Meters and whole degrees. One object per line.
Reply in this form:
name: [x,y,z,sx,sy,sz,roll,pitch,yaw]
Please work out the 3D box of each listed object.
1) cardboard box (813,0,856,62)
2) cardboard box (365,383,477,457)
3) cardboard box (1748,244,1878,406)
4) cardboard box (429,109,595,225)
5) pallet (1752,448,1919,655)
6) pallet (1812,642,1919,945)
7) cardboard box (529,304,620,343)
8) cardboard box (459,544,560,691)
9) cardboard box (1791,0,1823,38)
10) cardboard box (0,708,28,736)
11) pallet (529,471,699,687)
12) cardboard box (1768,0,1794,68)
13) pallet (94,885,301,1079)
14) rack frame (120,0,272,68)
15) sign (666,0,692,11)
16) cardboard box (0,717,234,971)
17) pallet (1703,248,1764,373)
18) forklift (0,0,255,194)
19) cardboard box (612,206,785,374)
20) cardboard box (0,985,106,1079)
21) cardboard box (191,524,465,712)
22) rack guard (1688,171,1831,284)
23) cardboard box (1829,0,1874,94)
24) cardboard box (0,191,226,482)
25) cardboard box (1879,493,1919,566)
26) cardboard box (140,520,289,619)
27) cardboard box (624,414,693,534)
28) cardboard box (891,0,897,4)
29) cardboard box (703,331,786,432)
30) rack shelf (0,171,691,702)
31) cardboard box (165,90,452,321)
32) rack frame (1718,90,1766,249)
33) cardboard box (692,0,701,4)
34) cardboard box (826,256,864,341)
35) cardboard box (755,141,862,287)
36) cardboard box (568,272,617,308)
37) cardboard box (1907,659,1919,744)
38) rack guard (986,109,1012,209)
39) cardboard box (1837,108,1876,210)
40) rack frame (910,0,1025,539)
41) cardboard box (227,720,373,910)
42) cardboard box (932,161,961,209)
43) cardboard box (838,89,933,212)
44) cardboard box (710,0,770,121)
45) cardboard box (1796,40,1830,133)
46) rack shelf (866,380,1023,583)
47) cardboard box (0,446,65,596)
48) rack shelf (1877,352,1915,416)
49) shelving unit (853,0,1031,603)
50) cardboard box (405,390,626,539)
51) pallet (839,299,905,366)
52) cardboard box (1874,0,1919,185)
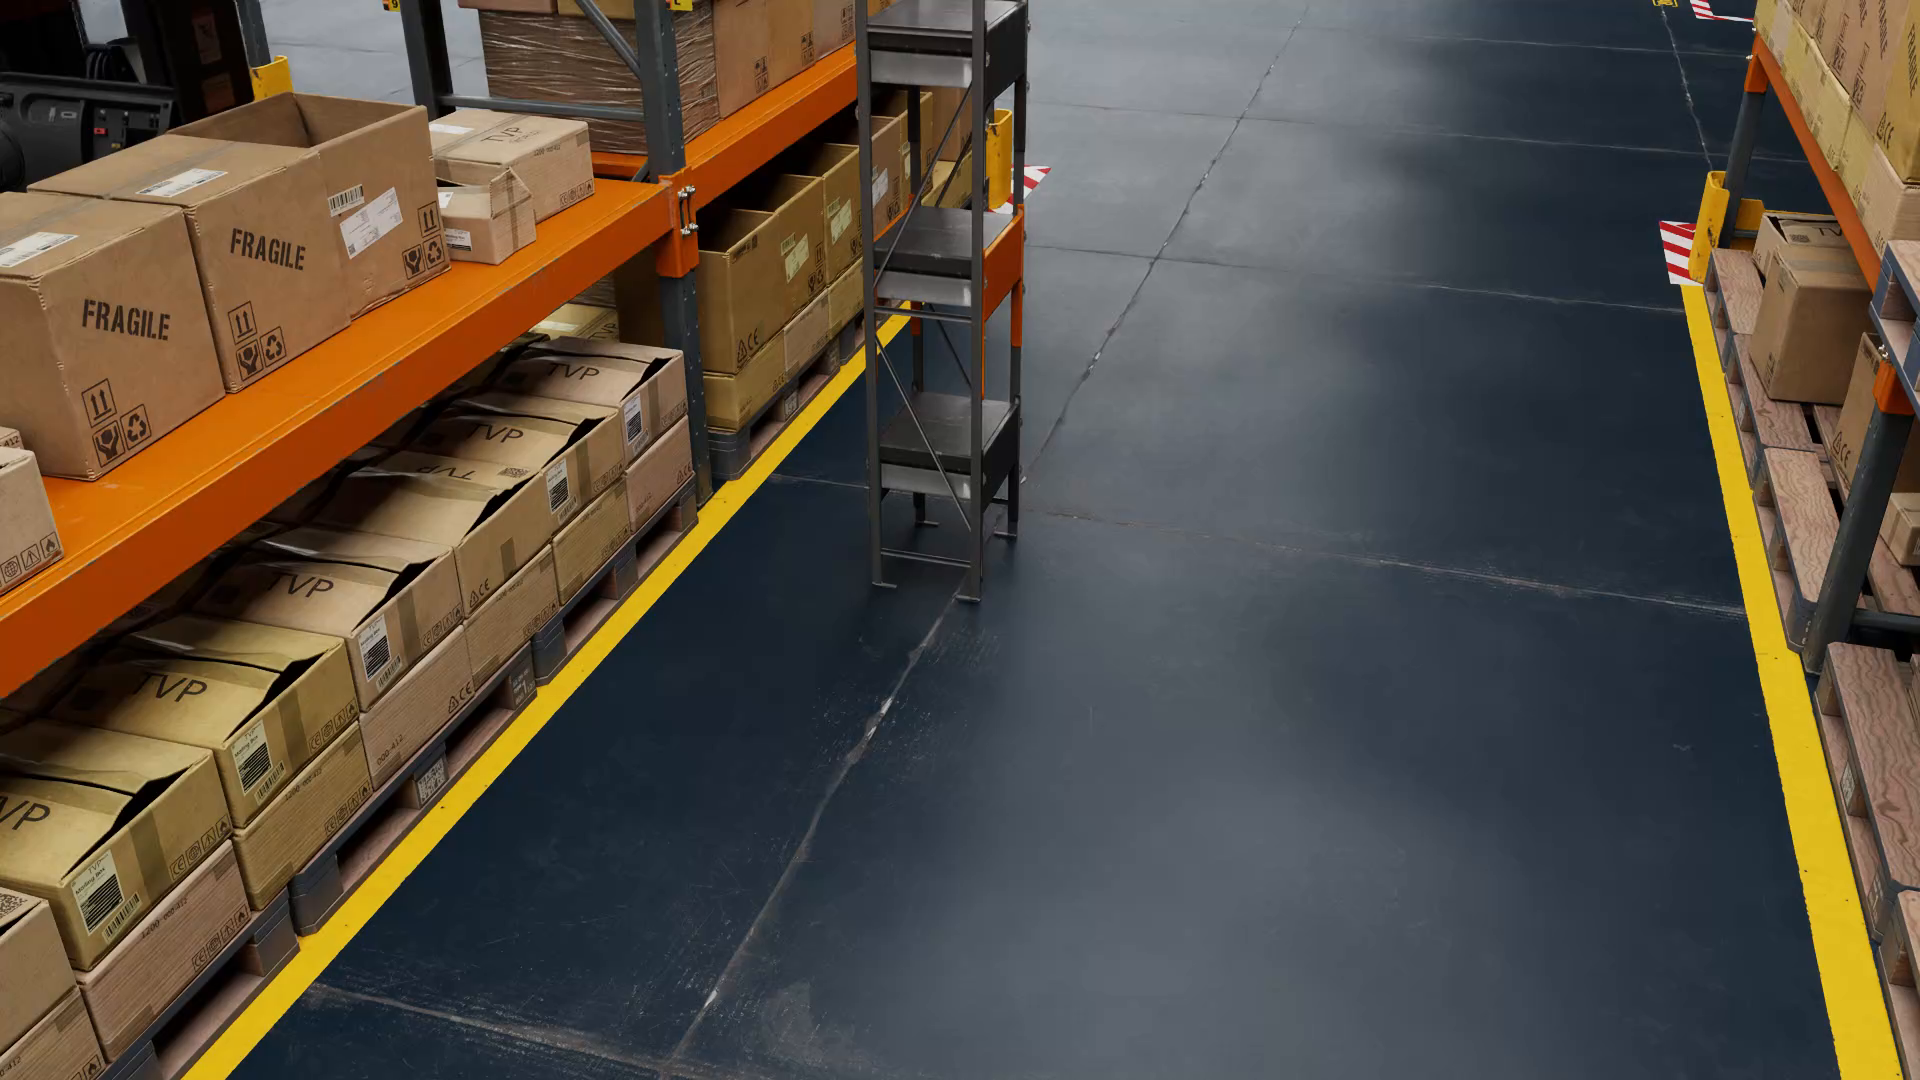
cardboard box: [-0.896,-2.496,7.549,0.700,0.500,0.500,9,30,16]
cardboard box: [-1.980,-0.367,5.644,0.500,0.311,0.500,8,30,14]
cardboard box: [3.722,-0.875,6.856,0.700,0.500,0.500,7,30,12]
cardboard box: [-1.572,-1.228,5.526,0.500,0.250,0.500,10,31,18]
pallet: [3.431,0.078,5.893,1.003,0.211,1.213,8,30,15]
pallet: [3.041,0.757,4.672,1.003,0.211,1.213,8,30,15]
cardboard box: [-1.542,-0.757,6.922,0.500,0.250,0.500,8,30,15]
cardboard box: [-1.613,0.196,5.208,0.500,0.250,0.500,9,30,16]
cardboard box: [3.702,-2.307,6.674,0.500,0.500,0.500,8,30,13]
cardboard box: [-2.578,0.582,3.937,0.500,0.311,0.500,8,30,14]
pallet: [-1.648,0.038,5.965,1.003,0.211,1.213,8,30,15]
cardboard box: [3.856,-2.201,7.254,0.500,0.250,0.500,8,30,13]
pallet: [-2.364,1.172,3.926,1.003,0.211,1.213,8,30,15]
rack frame: [-5.029,-4.096,10.527,1.000,3.000,0.127,8,30,15]
sign: [-0.947,-1.927,5.519,0.100,0.325,0.005,8,30,15]
cardboard box: [-2.062,0.657,3.804,0.500,0.311,0.500,8,30,14]
pallet: [4.147,-1.056,7.931,1.003,0.211,1.213,8,30,15]
forklift: [-3.207,-1.350,5.662,1.130,2.935,3.031,9,30,16]
cardboard box: [-1.033,-1.009,6.603,0.500,0.500,0.500,8,30,15]
cardboard box: [-2.209,1.147,3.499,0.500,0.250,0.500,8,30,15]
cardboard box: [-1.760,0.181,4.659,0.500,0.311,0.500,8,30,14]
rack guard: [4.419,-1.555,8.530,1.175,0.500,0.348,8,30,15]
cardboard box: [3.410,-1.823,5.805,0.500,0.500,0.500,8,30,13]
cardboard box: [-2.166,-0.495,3.952,0.500,0.500,0.500,7,30,12]
cardboard box: [3.396,-0.030,5.681,0.380,0.166,0.250,5,29,8]
cardboard box: [-2.278,0.116,4.776,0.500,0.311,0.500,9,30,16]
cardboard box: [-1.314,-0.276,6.058,0.500,0.250,0.500,8,30,14]
cardboard box: [-0.594,-2.971,8.403,0.700,0.500,0.500,9,30,16]
cardboard box: [-1.043,-0.683,6.788,0.500,0.250,0.500,8,30,15]
rack shelf: [-2.056,-0.285,4.416,1.077,0.370,4.000,8,30,15]
cardboard box: [-1.865,-0.973,4.810,0.500,0.500,0.500,11,31,18]
rack frame: [4.442,-2.682,7.986,1.000,3.000,0.127,8,30,15]
cardboard box: [-1.131,-2.070,6.115,0.380,0.149,0.250,9,30,16]
cardboard box: [-0.740,-1.146,7.621,0.500,0.250,0.500,8,30,15]
cardboard box: [-0.740,-1.474,7.439,0.500,0.500,0.500,8,30,15]
cardboard box: [-1.384,-1.316,7.154,0.500,0.500,0.500,8,30,15]
cardboard box: [3.068,0.421,4.526,0.700,0.500,0.500,10,30,17]
rack guard: [-0.288,-2.306,9.882,1.175,0.500,0.348,8,30,15]
cardboard box: [3.271,-1.260,5.564,0.500,0.250,0.500,9,30,15]
rack frame: [0.023,-0.954,5.805,0.400,2.100,0.015,8,30,15]
cardboard box: [-1.915,0.671,4.355,0.500,0.250,0.500,8,30,14]
cardboard box: [-0.305,-1.844,8.876,0.500,0.250,0.500,8,30,15]
cardboard box: [-0.447,-1.939,8.274,0.500,0.500,0.500,8,30,15]
cardboard box: [-1.196,-2.025,6.703,0.700,0.500,0.500,8,30,14]
cardboard box: [3.551,-1.730,6.408,0.500,0.250,0.500,9,30,15]
rack shelf: [-0.049,-0.217,5.948,0.431,0.518,0.480,8,30,15]
cardboard box: [-2.195,-0.019,3.290,0.500,0.311,0.500,8,30,14]
rack shelf: [2.681,0.420,3.149,1.077,0.370,4.000,8,30,15]
shelving unit: [-0.049,-0.841,5.601,0.431,2.100,0.503,8,30,15]
cardboard box: [-1.460,-0.284,5.494,0.500,0.311,0.500,9,30,16]
pallet: [-0.839,-1.242,8.266,1.003,0.211,1.213,8,30,15]
cardboard box: [3.111,-1.358,4.968,0.500,0.500,0.500,8,30,15]
